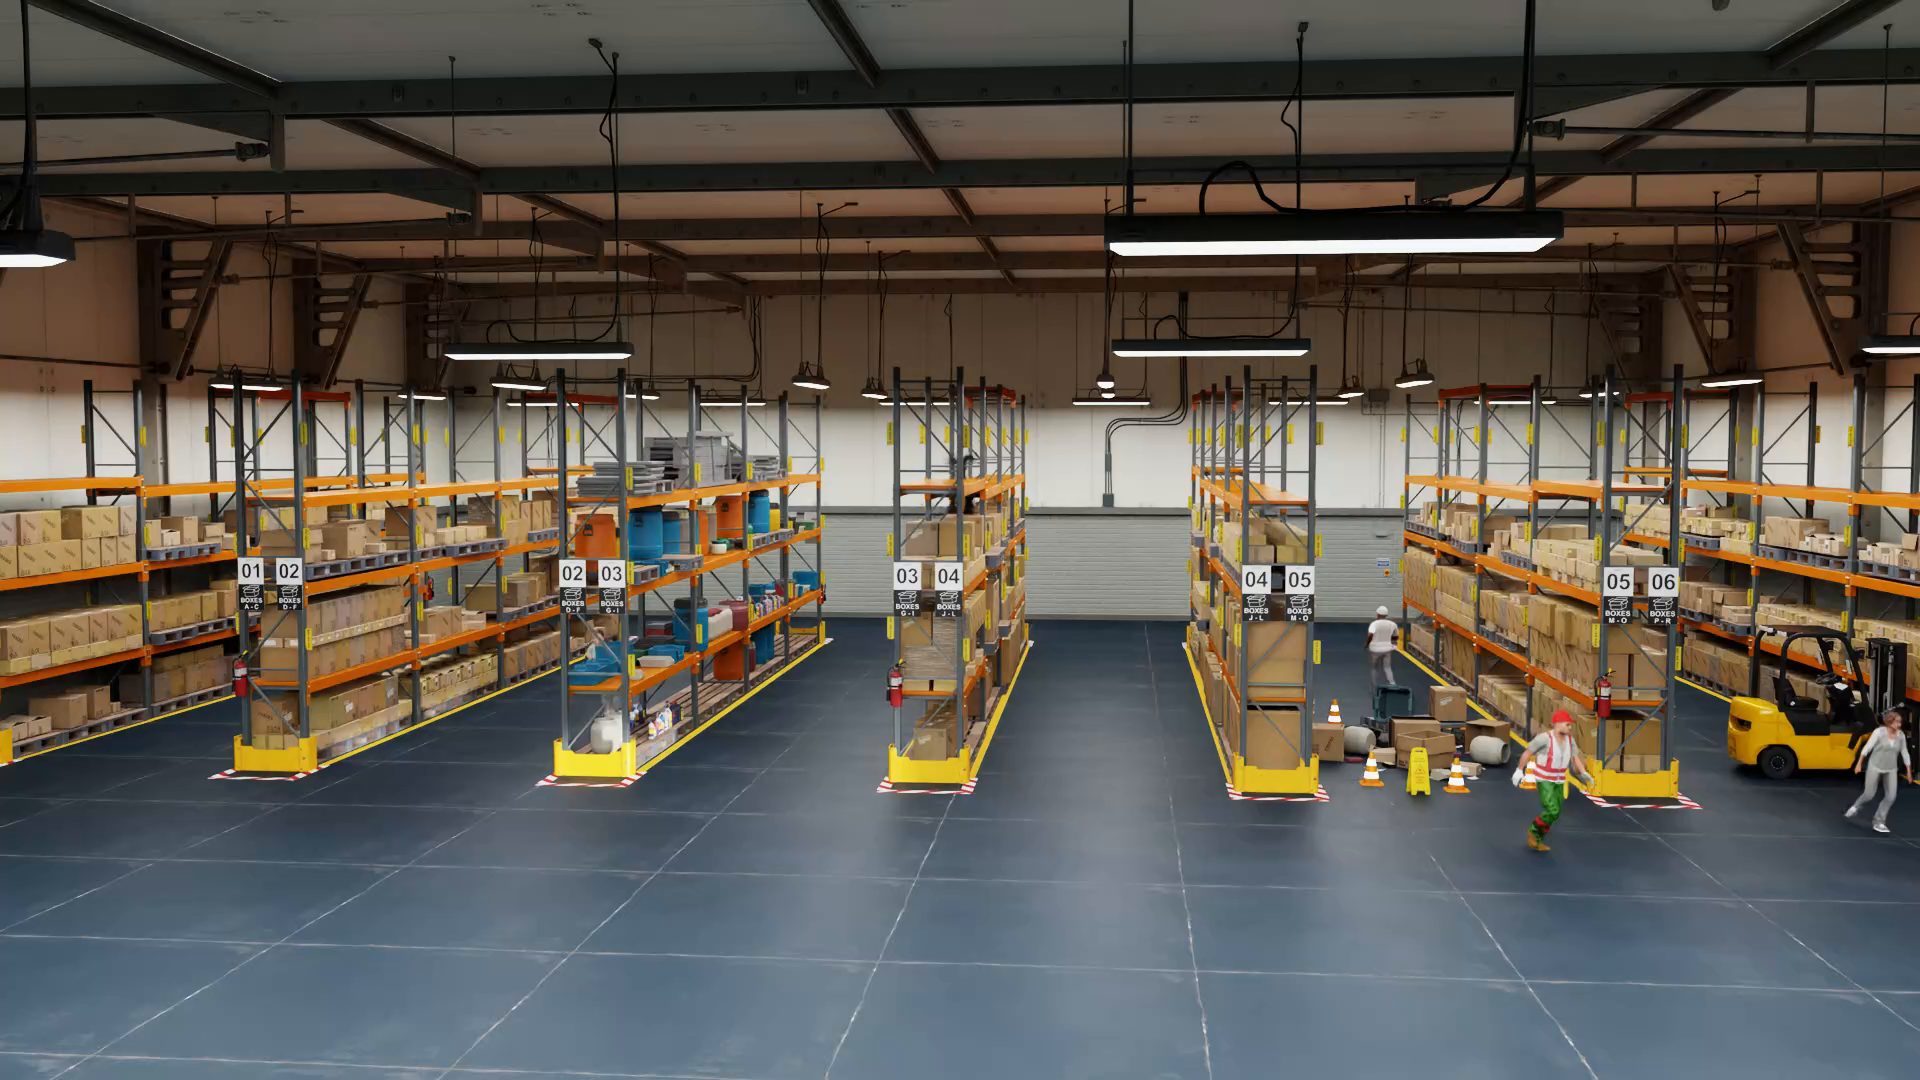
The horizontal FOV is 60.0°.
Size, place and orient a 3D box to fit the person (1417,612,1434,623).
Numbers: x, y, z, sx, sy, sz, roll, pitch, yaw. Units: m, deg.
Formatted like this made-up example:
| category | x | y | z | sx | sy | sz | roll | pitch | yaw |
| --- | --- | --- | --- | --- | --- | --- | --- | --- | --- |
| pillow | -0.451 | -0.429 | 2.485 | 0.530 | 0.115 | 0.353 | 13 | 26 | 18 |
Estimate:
| category | x | y | z | sx | sy | sz | roll | pitch | yaw |
| --- | --- | --- | --- | --- | --- | --- | --- | --- | --- |
| person | 11.339 | 1.670 | 40.147 | 0.710 | 1.744 | 0.563 | 1 | 4 | 20 |

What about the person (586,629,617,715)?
| category | x | y | z | sx | sy | sz | roll | pitch | yaw |
| --- | --- | --- | --- | --- | --- | --- | --- | --- | --- |
| person | -6.276 | 2.361 | 29.321 | 0.496 | 1.613 | 0.928 | 1 | 4 | 15 |

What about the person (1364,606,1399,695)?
| category | x | y | z | sx | sy | sz | roll | pitch | yaw |
| --- | --- | --- | --- | --- | --- | --- | --- | --- | --- |
| person | 8.114 | 2.134 | 31.999 | 0.698 | 1.747 | 0.931 | 0 | 4 | -5 |

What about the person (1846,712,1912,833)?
| category | x | y | z | sx | sy | sz | roll | pitch | yaw |
| --- | --- | --- | --- | --- | --- | --- | --- | --- | --- |
| person | 11.692 | 2.911 | 21.157 | 0.596 | 1.537 | 0.609 | 0 | 4 | 4 |

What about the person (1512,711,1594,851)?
| category | x | y | z | sx | sy | sz | roll | pitch | yaw |
| --- | --- | --- | --- | --- | --- | --- | --- | --- | --- |
| person | 7.101 | 2.888 | 19.840 | 0.669 | 1.727 | 0.765 | -2 | 4 | -25 |
